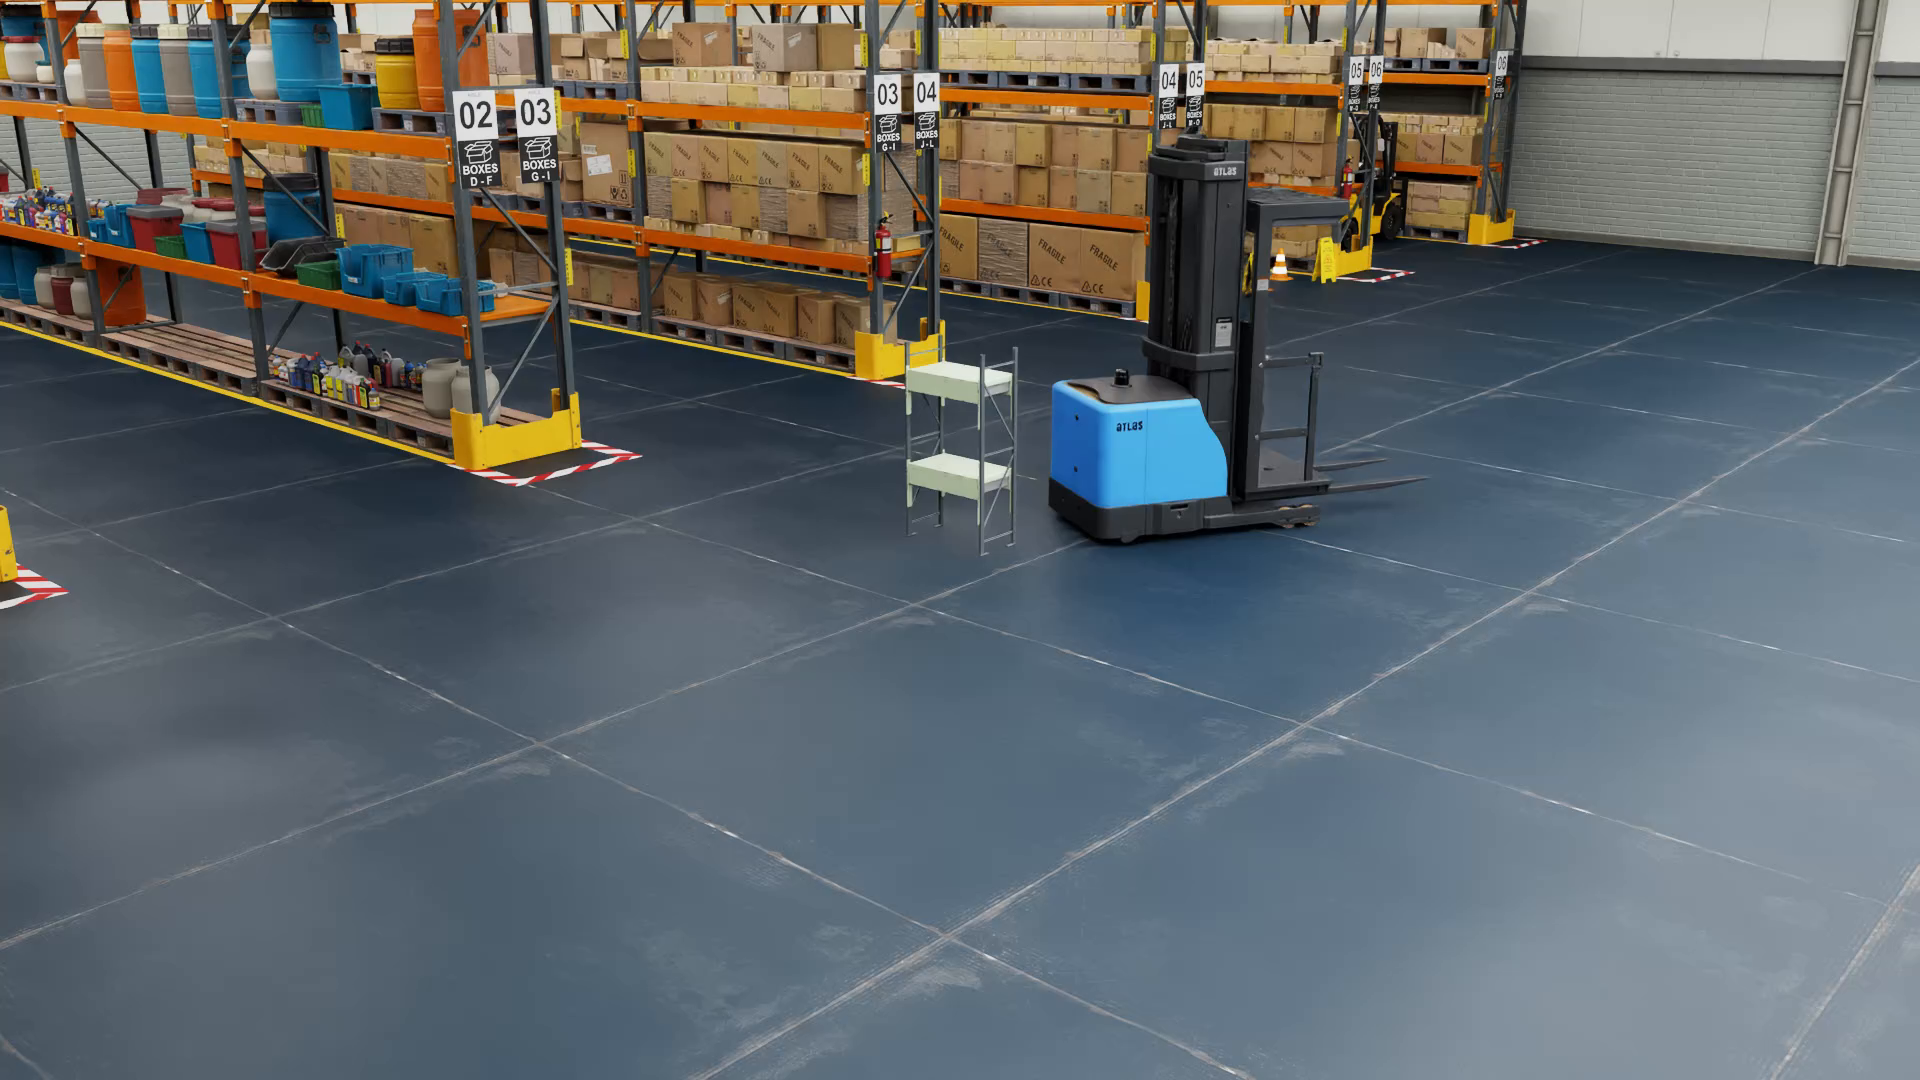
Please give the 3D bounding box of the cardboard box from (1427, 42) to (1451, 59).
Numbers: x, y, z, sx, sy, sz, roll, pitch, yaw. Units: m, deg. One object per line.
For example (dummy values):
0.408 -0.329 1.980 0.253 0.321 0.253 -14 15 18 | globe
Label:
8.257 -8.440 28.651 0.258 0.266 0.396 15 23 39 | cardboard box

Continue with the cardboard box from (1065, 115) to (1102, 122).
2.115 -6.887 28.002 0.500 0.500 0.500 15 23 40 | cardboard box

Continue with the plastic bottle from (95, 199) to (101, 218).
-10.816 -4.144 20.905 0.133 0.283 0.061 15 23 39 | plastic bottle

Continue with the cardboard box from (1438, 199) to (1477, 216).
8.697 -5.833 29.057 0.500 0.250 0.500 15 23 39 | cardboard box

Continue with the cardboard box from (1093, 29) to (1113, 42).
1.911 -6.445 21.238 0.250 0.149 0.380 16 23 40 | cardboard box

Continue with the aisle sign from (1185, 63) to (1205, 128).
3.018 -5.707 21.337 0.004 0.787 0.394 15 23 39 | aisle sign

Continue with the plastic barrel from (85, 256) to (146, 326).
-10.250 -3.058 20.181 0.708 0.830 0.600 15 23 39 | plastic barrel

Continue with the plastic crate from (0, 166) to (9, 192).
-13.366 -4.896 22.875 0.583 0.464 0.402 15 23 39 | plastic crate

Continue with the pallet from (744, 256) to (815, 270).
-2.678 -4.516 26.492 1.213 0.211 1.003 15 23 39 | pallet

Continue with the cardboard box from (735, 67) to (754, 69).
-2.407 -5.440 19.425 0.250 0.149 0.380 16 24 41 | cardboard box

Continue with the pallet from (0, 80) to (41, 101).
-11.363 -5.578 20.583 1.213 0.211 1.003 15 23 39 | pallet

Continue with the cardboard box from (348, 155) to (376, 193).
-8.648 -5.419 24.562 0.500 0.500 0.500 14 23 38 | cardboard box

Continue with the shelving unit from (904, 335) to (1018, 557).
0.005 -0.714 12.381 0.755 1.500 0.431 15 23 39 | shelving unit

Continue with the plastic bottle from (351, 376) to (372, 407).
-5.724 -1.429 15.932 0.135 0.276 0.152 15 23 40 | plastic bottle

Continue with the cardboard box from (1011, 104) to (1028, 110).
1.480 -8.926 34.918 0.500 0.500 0.700 15 23 39 | cardboard box

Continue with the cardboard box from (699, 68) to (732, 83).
-2.768 -5.318 19.041 0.250 0.149 0.380 14 23 38 | cardboard box

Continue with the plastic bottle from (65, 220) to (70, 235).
-10.533 -3.715 19.687 0.097 0.201 0.097 0 18 0 | plastic bottle

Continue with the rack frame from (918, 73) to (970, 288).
-0.226 -5.217 24.092 0.127 3.000 1.000 15 23 39 | rack frame

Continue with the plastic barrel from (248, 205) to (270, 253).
-7.451 -3.301 17.830 0.433 0.535 0.433 0 18 0 | plastic barrel

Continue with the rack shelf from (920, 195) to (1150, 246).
1.270 -4.473 22.935 4.000 0.370 1.077 15 23 39 | rack shelf

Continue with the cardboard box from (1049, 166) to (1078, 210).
1.697 -4.796 22.517 0.550 0.550 0.875 15 23 39 | cardboard box

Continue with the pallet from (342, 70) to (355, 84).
-8.859 -6.887 24.711 1.217 0.209 0.805 14 22 37 | pallet

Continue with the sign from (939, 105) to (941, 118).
-0.373 -7.586 29.642 0.005 0.325 0.100 15 23 39 | sign

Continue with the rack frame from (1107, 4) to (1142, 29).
3.285 -11.144 32.849 0.127 3.000 1.000 15 23 39 | rack frame

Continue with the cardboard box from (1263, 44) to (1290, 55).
4.823 -7.466 25.317 0.250 0.149 0.380 15 23 39 | cardboard box

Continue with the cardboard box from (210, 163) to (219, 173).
-12.138 -6.156 27.467 0.250 0.149 0.380 14 23 38 | cardboard box

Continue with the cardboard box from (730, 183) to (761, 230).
-2.160 -3.905 19.299 0.500 0.500 0.875 15 23 39 | cardboard box

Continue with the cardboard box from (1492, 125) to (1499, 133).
9.187 -7.162 28.981 0.250 0.149 0.380 14 23 38 | cardboard box

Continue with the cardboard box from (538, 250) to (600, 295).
-5.219 -3.586 22.357 0.700 0.500 0.500 -16 24 -41 | cardboard box

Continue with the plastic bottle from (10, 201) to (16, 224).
-11.764 -4.079 20.718 0.097 0.271 0.097 0 18 0 | plastic bottle

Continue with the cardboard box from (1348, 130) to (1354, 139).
7.215 -7.178 30.106 0.500 0.500 0.500 15 23 39 | cardboard box

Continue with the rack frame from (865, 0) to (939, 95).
-0.602 -6.171 17.181 0.127 3.000 1.000 15 23 39 | rack frame

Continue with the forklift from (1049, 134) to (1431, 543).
2.278 -1.630 12.904 3.031 2.935 1.130 -6 19 -19 | forklift

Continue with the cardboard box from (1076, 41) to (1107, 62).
1.841 -6.297 21.434 0.500 0.250 0.500 15 23 39 | cardboard box

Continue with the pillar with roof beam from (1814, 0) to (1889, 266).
10.976 -7.702 22.005 0.400 9.000 9.100 15 23 39 | pillar with roof beam

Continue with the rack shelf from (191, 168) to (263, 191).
-11.073 -5.780 27.055 4.000 0.370 1.077 15 23 39 | rack shelf

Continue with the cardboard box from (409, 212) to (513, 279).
-7.088 -4.249 23.860 0.875 0.875 1.225 14 22 37 | cardboard box

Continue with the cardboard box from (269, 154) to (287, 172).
-10.470 -5.924 26.077 0.500 0.250 0.500 16 24 41 | cardboard box

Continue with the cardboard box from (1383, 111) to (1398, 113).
7.821 -7.662 30.065 0.250 0.149 0.380 16 24 41 | cardboard box

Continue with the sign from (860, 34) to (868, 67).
-0.985 -5.042 17.118 0.005 0.325 0.100 15 23 39 | sign

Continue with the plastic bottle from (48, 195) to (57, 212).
-11.673 -4.300 21.415 0.097 0.271 0.097 0 18 0 | plastic bottle

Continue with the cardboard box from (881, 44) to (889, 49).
-1.270 -8.924 30.340 0.258 0.266 0.396 14 23 38 | cardboard box

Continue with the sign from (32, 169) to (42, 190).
-12.498 -4.857 22.499 0.005 0.325 0.100 15 23 39 | sign

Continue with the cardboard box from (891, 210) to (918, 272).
-0.750 -4.449 24.697 0.750 0.750 1.050 15 23 39 | cardboard box

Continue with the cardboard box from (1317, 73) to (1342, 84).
5.524 -6.872 24.764 0.250 0.149 0.380 15 23 39 | cardboard box

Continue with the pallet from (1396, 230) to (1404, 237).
7.760 -5.738 30.342 1.213 0.211 1.003 15 23 39 | pallet

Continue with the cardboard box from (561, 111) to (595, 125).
-6.740 -7.523 29.046 0.500 0.500 0.500 14 22 37 | cardboard box

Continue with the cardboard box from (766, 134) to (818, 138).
-1.954 -4.451 19.368 0.500 0.500 0.500 15 23 39 | cardboard box

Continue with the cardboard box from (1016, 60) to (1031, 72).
0.959 -6.319 22.162 0.250 0.149 0.380 15 23 40 | cardboard box

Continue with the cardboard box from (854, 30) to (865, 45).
-1.731 -7.460 25.175 0.500 0.500 0.500 15 23 39 | cardboard box

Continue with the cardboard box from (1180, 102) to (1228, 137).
3.895 -6.671 26.364 0.500 0.500 0.700 14 23 38 | cardboard box

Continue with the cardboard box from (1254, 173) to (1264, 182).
4.803 -5.671 25.938 0.250 0.149 0.380 15 23 40 | cardboard box

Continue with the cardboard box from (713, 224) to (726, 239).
-2.681 -3.639 19.534 0.250 0.149 0.380 15 23 39 | cardboard box
